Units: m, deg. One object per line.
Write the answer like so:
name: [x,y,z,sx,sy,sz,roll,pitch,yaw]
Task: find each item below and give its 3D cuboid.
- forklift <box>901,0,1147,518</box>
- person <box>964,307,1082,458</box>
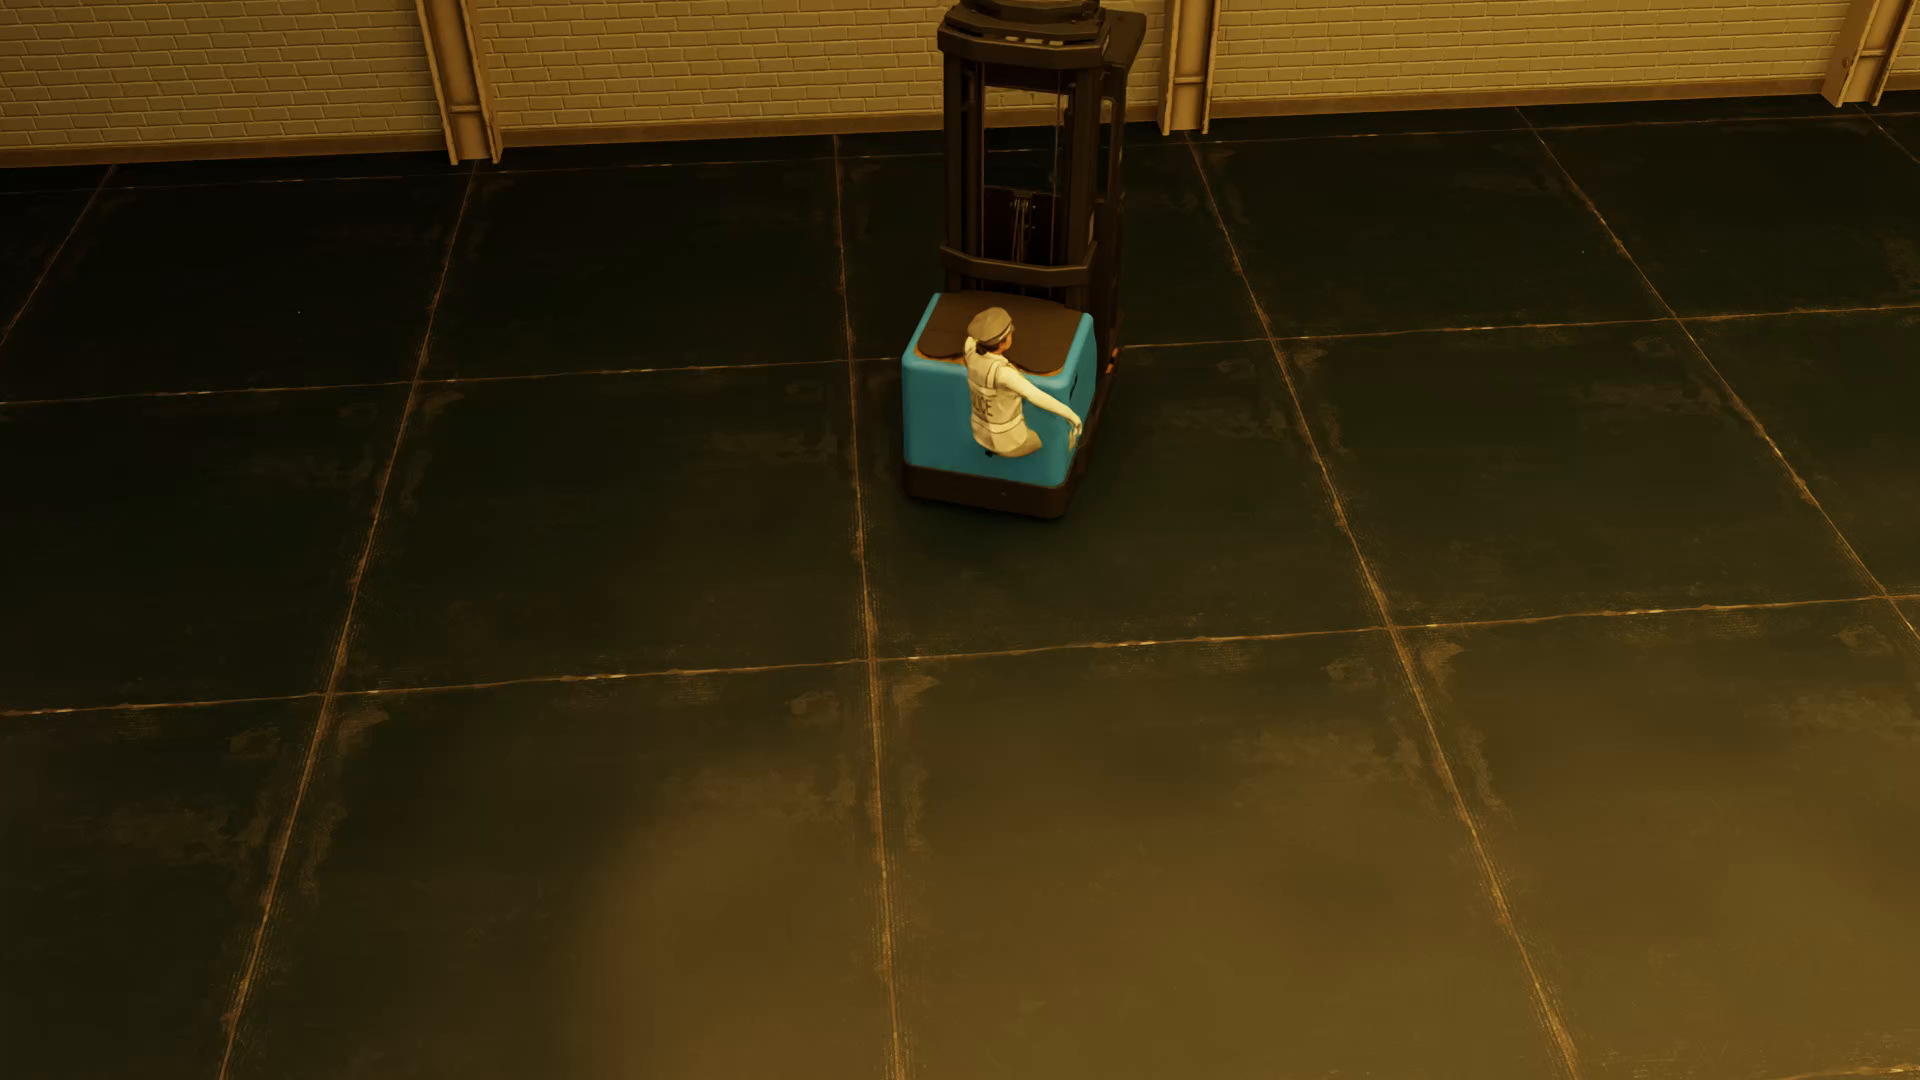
forklift: [0.501,-2.214,10.527,1.130,2.935,3.031,10,41,11]
person: [0.438,-0.792,9.995,0.798,1.453,0.984,-28,48,-29]
